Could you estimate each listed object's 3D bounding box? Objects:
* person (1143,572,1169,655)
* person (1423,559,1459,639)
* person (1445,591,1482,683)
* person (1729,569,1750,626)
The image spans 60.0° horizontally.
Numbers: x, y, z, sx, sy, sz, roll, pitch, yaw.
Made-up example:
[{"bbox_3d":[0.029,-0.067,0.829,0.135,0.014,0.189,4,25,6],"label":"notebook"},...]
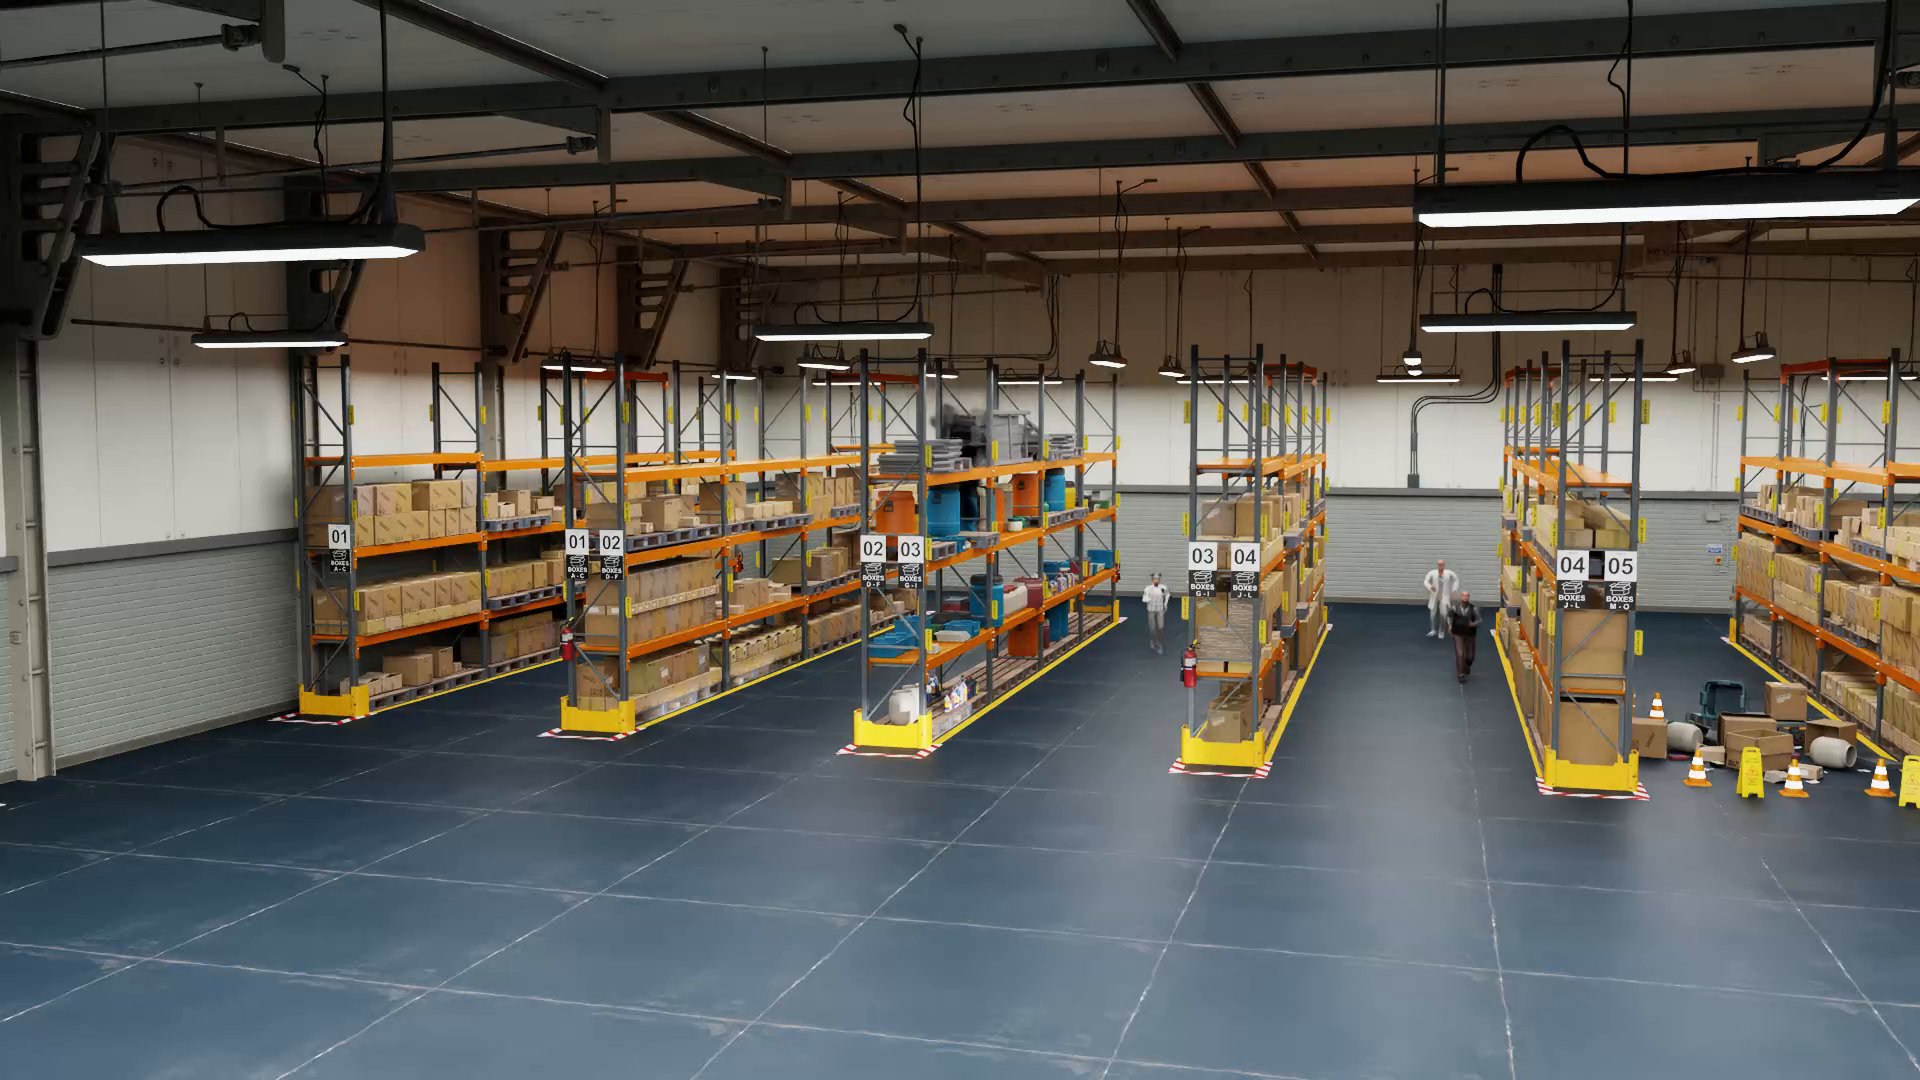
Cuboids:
[{"bbox_3d":[4.130,1.531,35.063,0.557,1.737,0.816,1,4,7],"label":"person"},{"bbox_3d":[10.788,1.330,37.363,0.727,1.792,0.821,2,5,24],"label":"person"},{"bbox_3d":[9.475,1.808,31.284,0.669,1.695,0.882,1,4,13],"label":"person"},{"bbox_3d":[17.782,1.362,37.864,0.516,1.611,0.644,3,6,39],"label":"person"}]
